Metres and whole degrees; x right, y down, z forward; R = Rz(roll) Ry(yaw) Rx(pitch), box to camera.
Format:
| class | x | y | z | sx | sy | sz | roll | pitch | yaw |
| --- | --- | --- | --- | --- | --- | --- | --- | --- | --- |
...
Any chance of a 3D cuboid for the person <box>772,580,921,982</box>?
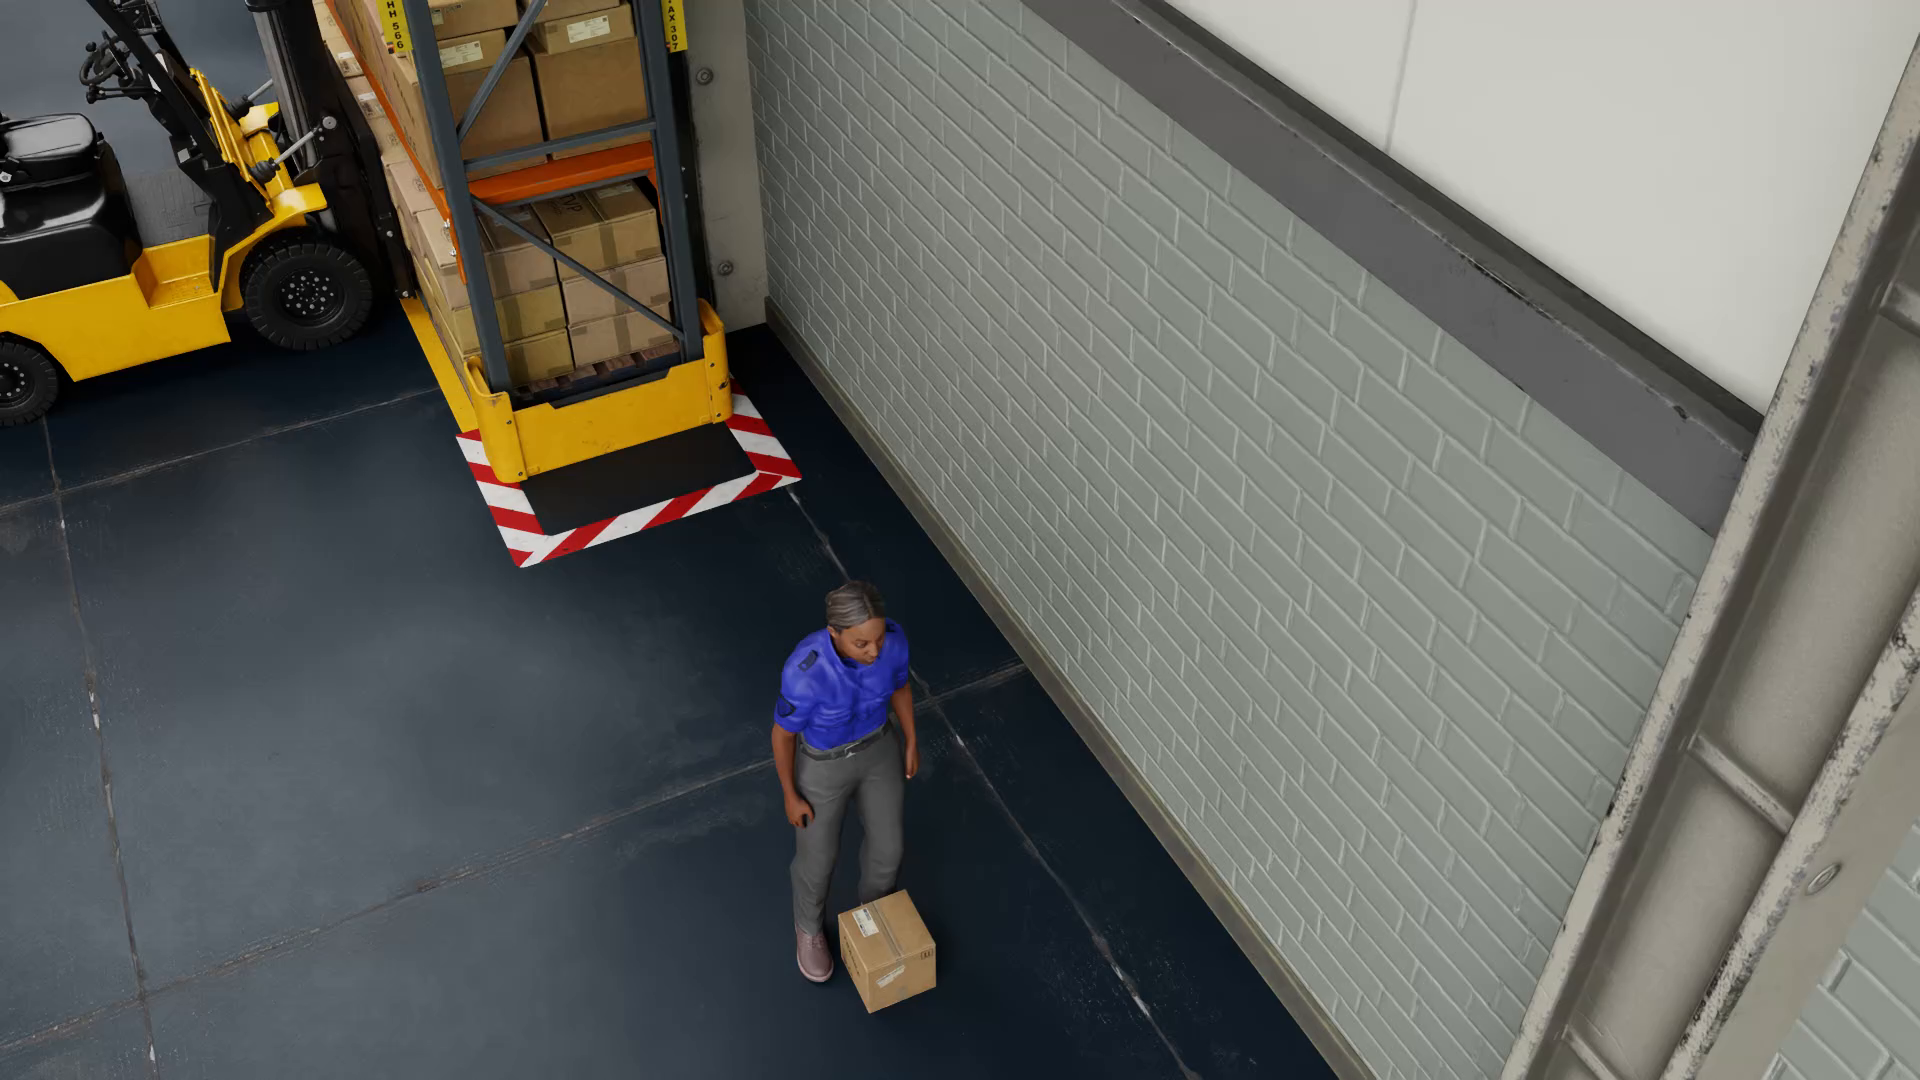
| class | x | y | z | sx | sy | sz | roll | pitch | yaw |
| --- | --- | --- | --- | --- | --- | --- | --- | --- | --- |
| person | -0.349 | 0.749 | 5.317 | 0.529 | 1.653 | 0.403 | -22 | 46 | -23 |
